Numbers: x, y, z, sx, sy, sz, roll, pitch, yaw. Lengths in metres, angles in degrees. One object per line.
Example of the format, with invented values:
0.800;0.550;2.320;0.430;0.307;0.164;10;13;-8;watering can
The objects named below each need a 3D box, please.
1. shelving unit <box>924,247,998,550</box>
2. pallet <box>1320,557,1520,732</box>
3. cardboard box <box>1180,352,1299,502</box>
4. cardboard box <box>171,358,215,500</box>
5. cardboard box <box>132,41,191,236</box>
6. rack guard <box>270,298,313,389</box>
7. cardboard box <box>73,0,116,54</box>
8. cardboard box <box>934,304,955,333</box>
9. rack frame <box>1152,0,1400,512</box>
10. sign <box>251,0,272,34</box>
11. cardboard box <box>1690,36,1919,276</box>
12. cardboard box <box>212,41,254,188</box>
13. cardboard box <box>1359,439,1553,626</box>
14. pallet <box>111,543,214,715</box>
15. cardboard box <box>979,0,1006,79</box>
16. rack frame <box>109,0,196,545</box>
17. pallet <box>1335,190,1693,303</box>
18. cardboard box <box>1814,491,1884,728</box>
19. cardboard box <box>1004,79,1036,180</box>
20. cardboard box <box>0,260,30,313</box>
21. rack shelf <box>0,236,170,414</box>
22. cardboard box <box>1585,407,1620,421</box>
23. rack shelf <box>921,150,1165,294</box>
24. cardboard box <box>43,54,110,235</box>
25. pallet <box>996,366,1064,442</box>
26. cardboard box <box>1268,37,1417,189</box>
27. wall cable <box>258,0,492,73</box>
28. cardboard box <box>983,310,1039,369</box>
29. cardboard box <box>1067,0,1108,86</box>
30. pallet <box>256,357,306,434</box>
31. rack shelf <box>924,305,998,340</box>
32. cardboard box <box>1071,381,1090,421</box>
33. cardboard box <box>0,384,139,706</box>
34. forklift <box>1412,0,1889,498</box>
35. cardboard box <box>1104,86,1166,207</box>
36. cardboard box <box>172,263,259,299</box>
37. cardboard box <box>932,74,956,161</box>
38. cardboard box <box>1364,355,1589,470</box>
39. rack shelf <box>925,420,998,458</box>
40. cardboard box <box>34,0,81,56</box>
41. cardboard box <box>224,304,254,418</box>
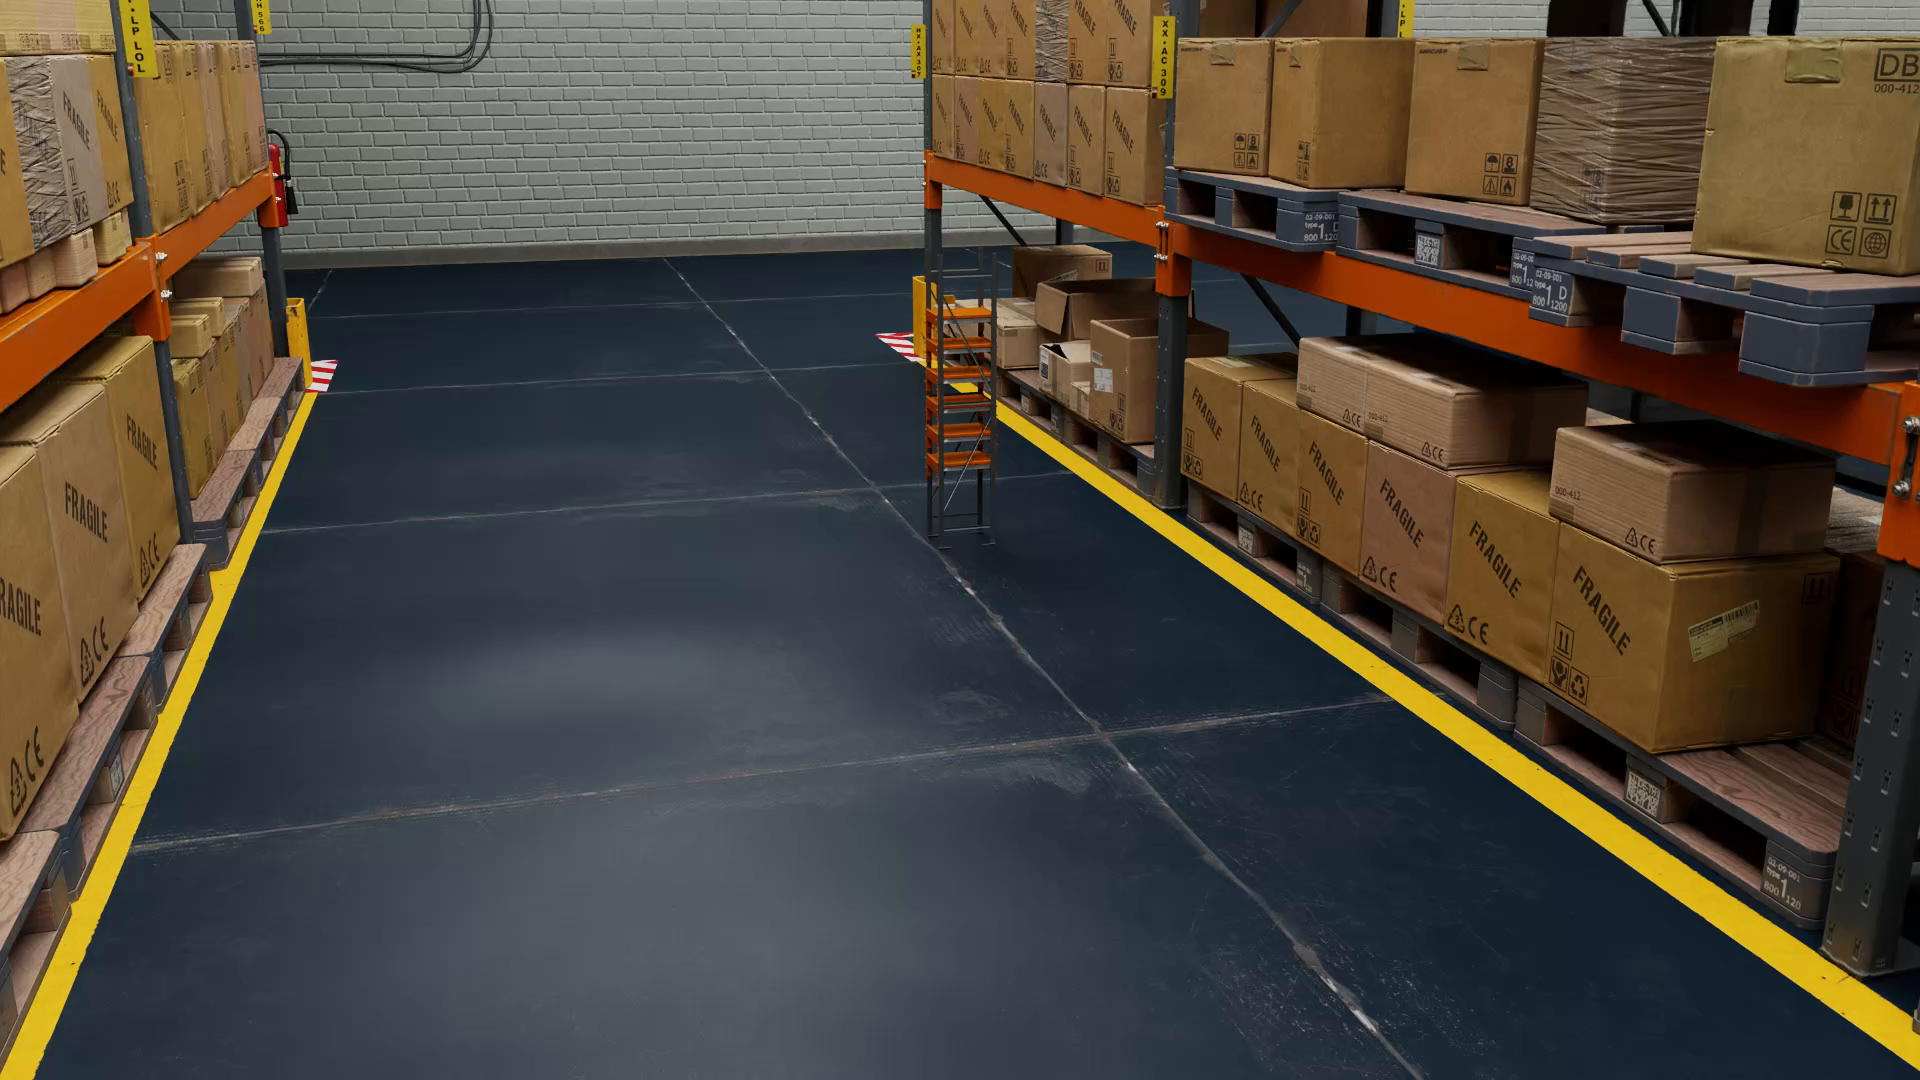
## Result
0.004;-0.571;6.766;0.258;1.200;0.189;-5;17;-15;shelving unit
1.960;0.277;5.664;1.003;0.211;1.213;-5;17;-15;pallet
1.259;-0.479;6.914;0.500;0.500;0.500;-6;18;-18;cardboard box
-3.508;-0.445;6.835;0.700;0.500;0.500;-4;17;-15;cardboard box
-3.535;-1.521;6.281;0.980;0.700;0.700;-4;17;-14;cardboard box
-4.507;-1.142;9.886;1.175;0.500;0.348;-5;17;-15;rack guard
-3.027;-1.676;5.290;0.500;0.250;0.500;-4;17;-14;cardboard box
0.046;-1.428;10.682;0.380;0.149;0.250;-5;17;-15;cardboard box
1.361;-1.619;7.128;1.000;3.000;0.127;-5;17;-15;rack frame
-3.975;-3.040;9.433;0.100;0.325;0.005;-5;17;-15;sign
2.179;-0.927;3.920;0.700;0.500;0.500;-12;20;-34;cardboard box
-4.140;-2.136;8.327;0.980;0.700;0.700;-5;17;-16;cardboard box
1.685;-0.054;5.498;0.500;0.500;0.500;-5;18;-17;cardboard box
-3.117;0.317;5.531;1.003;0.211;1.213;-5;17;-15;pallet
0.414;-2.826;9.233;0.500;0.500;0.500;-4;17;-14;cardboard box
-3.401;-1.226;5.820;1.000;3.000;0.127;-5;17;-15;rack frame
1.921;-0.958;5.261;1.003;0.211;1.213;-5;17;-15;pallet
2.460;0.181;4.716;0.500;0.500;0.500;-5;18;-17;cardboard box
0.548;-2.210;8.921;0.500;0.500;0.500;-4;17;-15;cardboard box
-2.729;-0.690;4.435;0.380;0.149;0.250;-5;17;-17;cardboard box
-2.852;-0.329;4.082;1.077;0.370;4.000;-5;17;-15;rack shelf
2.037;-0.243;6.126;0.500;0.500;0.500;-4;17;-15;cardboard box
0.811;-1.828;9.073;1.077;0.370;4.000;-5;17;-15;rack shelf
-2.882;-1.178;4.934;0.500;0.500;0.500;-5;17;-15;cardboard box
0.834;-0.811;9.287;1.003;0.211;1.213;-5;17;-15;pallet
1.526;-1.534;5.941;0.700;0.500;0.500;-2;17;-6;cardboard box
-5.711;-5.311;14.390;3.097;2.526;0.112;-5;17;-15;wall cable
0.413;-1.170;9.647;0.500;0.250;0.500;-5;17;-15;cardboard box
0.829;-2.407;7.838;0.500;0.500;0.500;-5;17;-16;cardboard box
-4.205;-0.782;9.189;1.003;0.211;1.213;-5;17;-15;pallet
0.004;-0.873;6.675;0.258;0.103;0.180;-5;17;-15;rack shelf
0.771;-0.698;8.254;0.380;0.149;0.250;-5;17;-15;cardboard box
-2.850;0.017;4.687;0.750;0.750;0.750;-4;17;-14;cardboard box
3.306;-1.629;7.280;1.130;2.935;3.031;-6;18;-18;forklift
0.977;-1.785;7.506;0.500;0.500;0.500;-4;17;-14;cardboard box
-3.930;-1.370;8.786;0.380;0.149;0.250;-4;17;-14;cardboard box
0.130;-2.630;10.319;0.500;0.500;0.500;-4;17;-14;cardboard box
1.673;-0.423;5.424;0.500;0.250;0.500;-5;17;-16;cardboard box
0.004;-0.413;6.813;0.258;0.103;0.180;-5;17;-15;rack shelf
-2.896;-1.534;4.816;0.500;0.250;0.500;-4;17;-14;cardboard box
-3.935;-0.873;8.261;0.700;0.500;0.500;-5;18;-17;cardboard box
